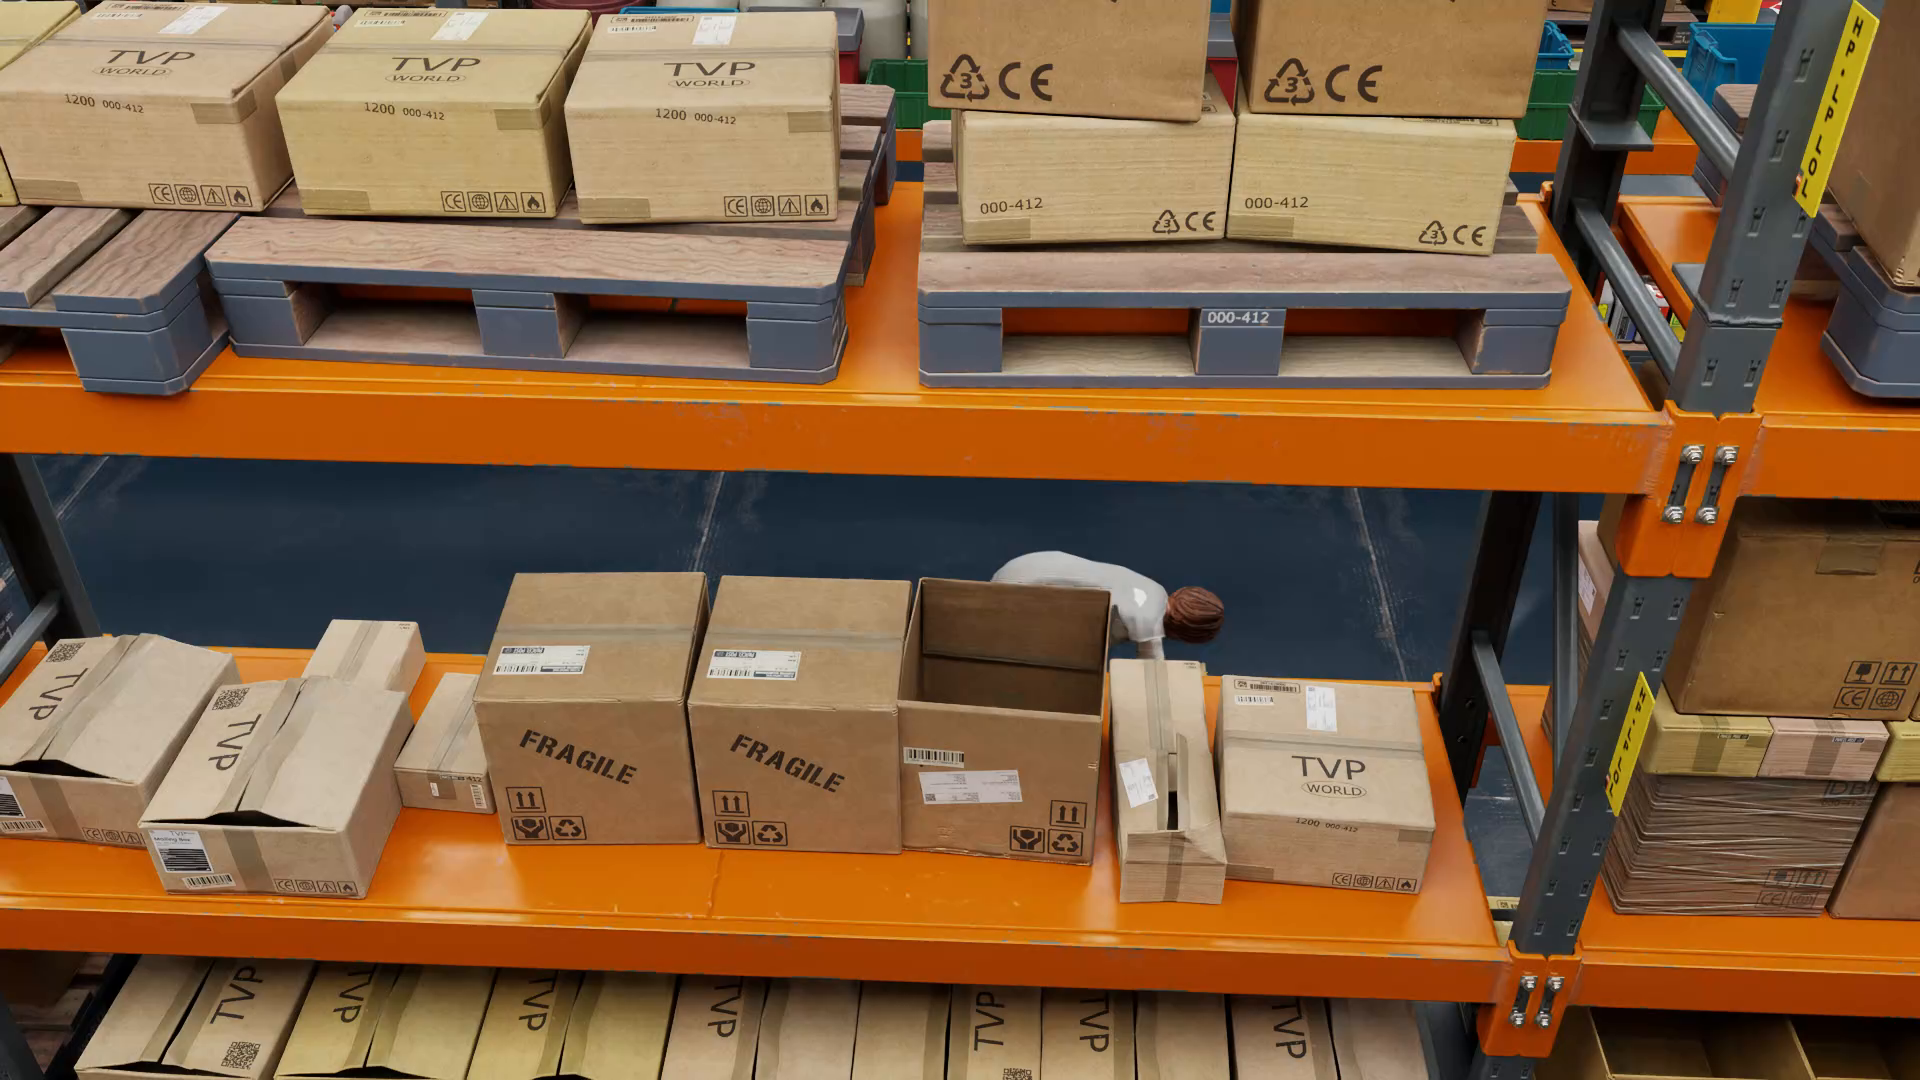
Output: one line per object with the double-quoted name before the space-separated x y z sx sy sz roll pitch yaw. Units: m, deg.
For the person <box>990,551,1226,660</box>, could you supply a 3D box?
"person" 0.514 0.466 6.070 0.866 0.948 0.411 0 36 1
